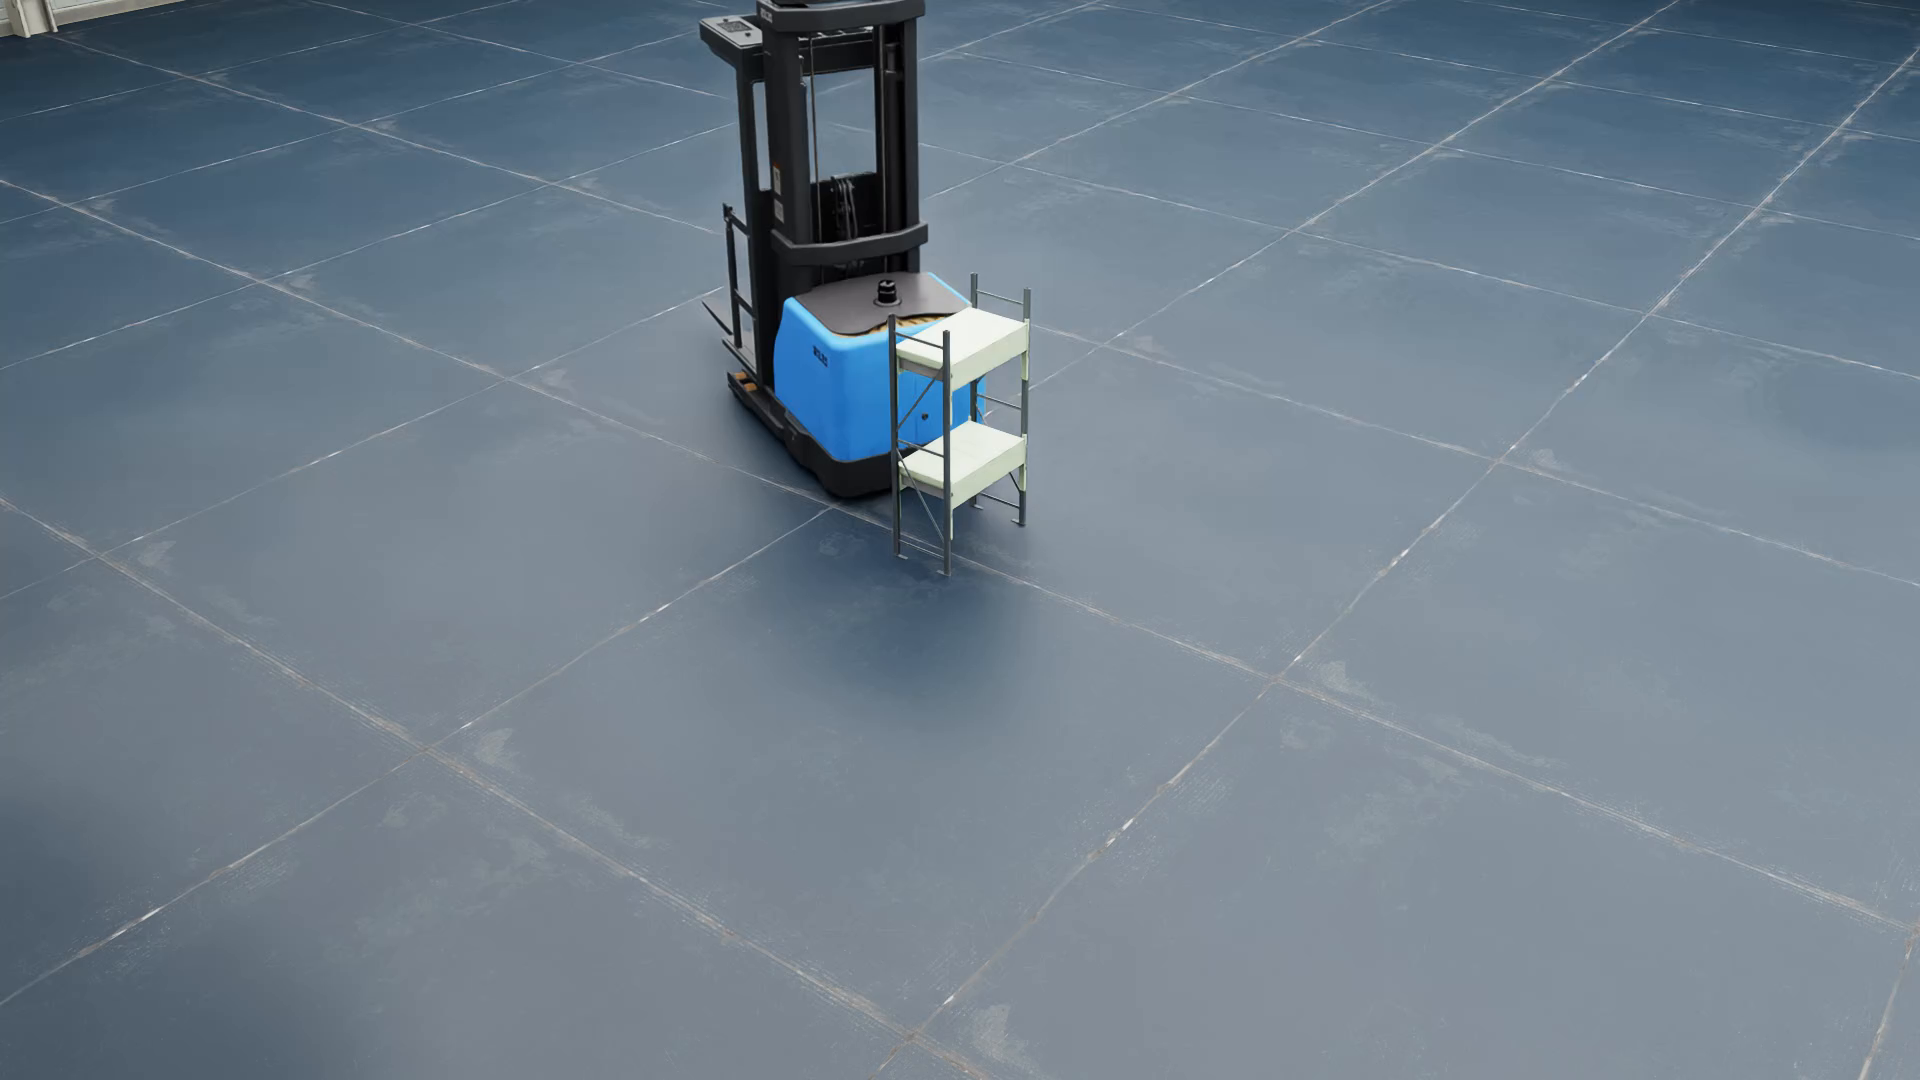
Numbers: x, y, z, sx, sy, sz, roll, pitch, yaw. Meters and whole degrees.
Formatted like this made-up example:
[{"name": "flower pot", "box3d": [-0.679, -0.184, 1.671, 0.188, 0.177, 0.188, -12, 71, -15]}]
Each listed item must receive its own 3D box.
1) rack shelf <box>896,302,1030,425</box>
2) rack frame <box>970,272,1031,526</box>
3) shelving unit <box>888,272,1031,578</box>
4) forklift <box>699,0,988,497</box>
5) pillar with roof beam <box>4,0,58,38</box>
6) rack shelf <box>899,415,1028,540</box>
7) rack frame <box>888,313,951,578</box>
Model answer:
[{"name": "rack shelf", "box3d": [0.004, -0.984, 9.173, 0.431, 0.370, 0.720, 21, 37, 31]}, {"name": "rack frame", "box3d": [0.225, -0.797, 9.623, 0.400, 1.500, 0.023, 21, 37, 31]}, {"name": "shelving unit", "box3d": [0.004, -0.648, 9.372, 0.431, 1.500, 0.755, 21, 37, 31]}, {"name": "forklift", "box3d": [-0.938, -2.250, 10.672, 1.130, 2.935, 3.031, -14, 34, -23]}, {"name": "pillar with roof beam", "box3d": [-7.742, -8.681, 15.572, 9.100, 9.000, 0.400, 21, 37, 31]}, {"name": "rack shelf", "box3d": [0.004, -0.367, 9.538, 0.431, 0.370, 0.720, 21, 37, 31]}, {"name": "rack frame", "box3d": [-0.217, -0.499, 9.121, 0.400, 1.500, 0.023, 21, 37, 31]}]
